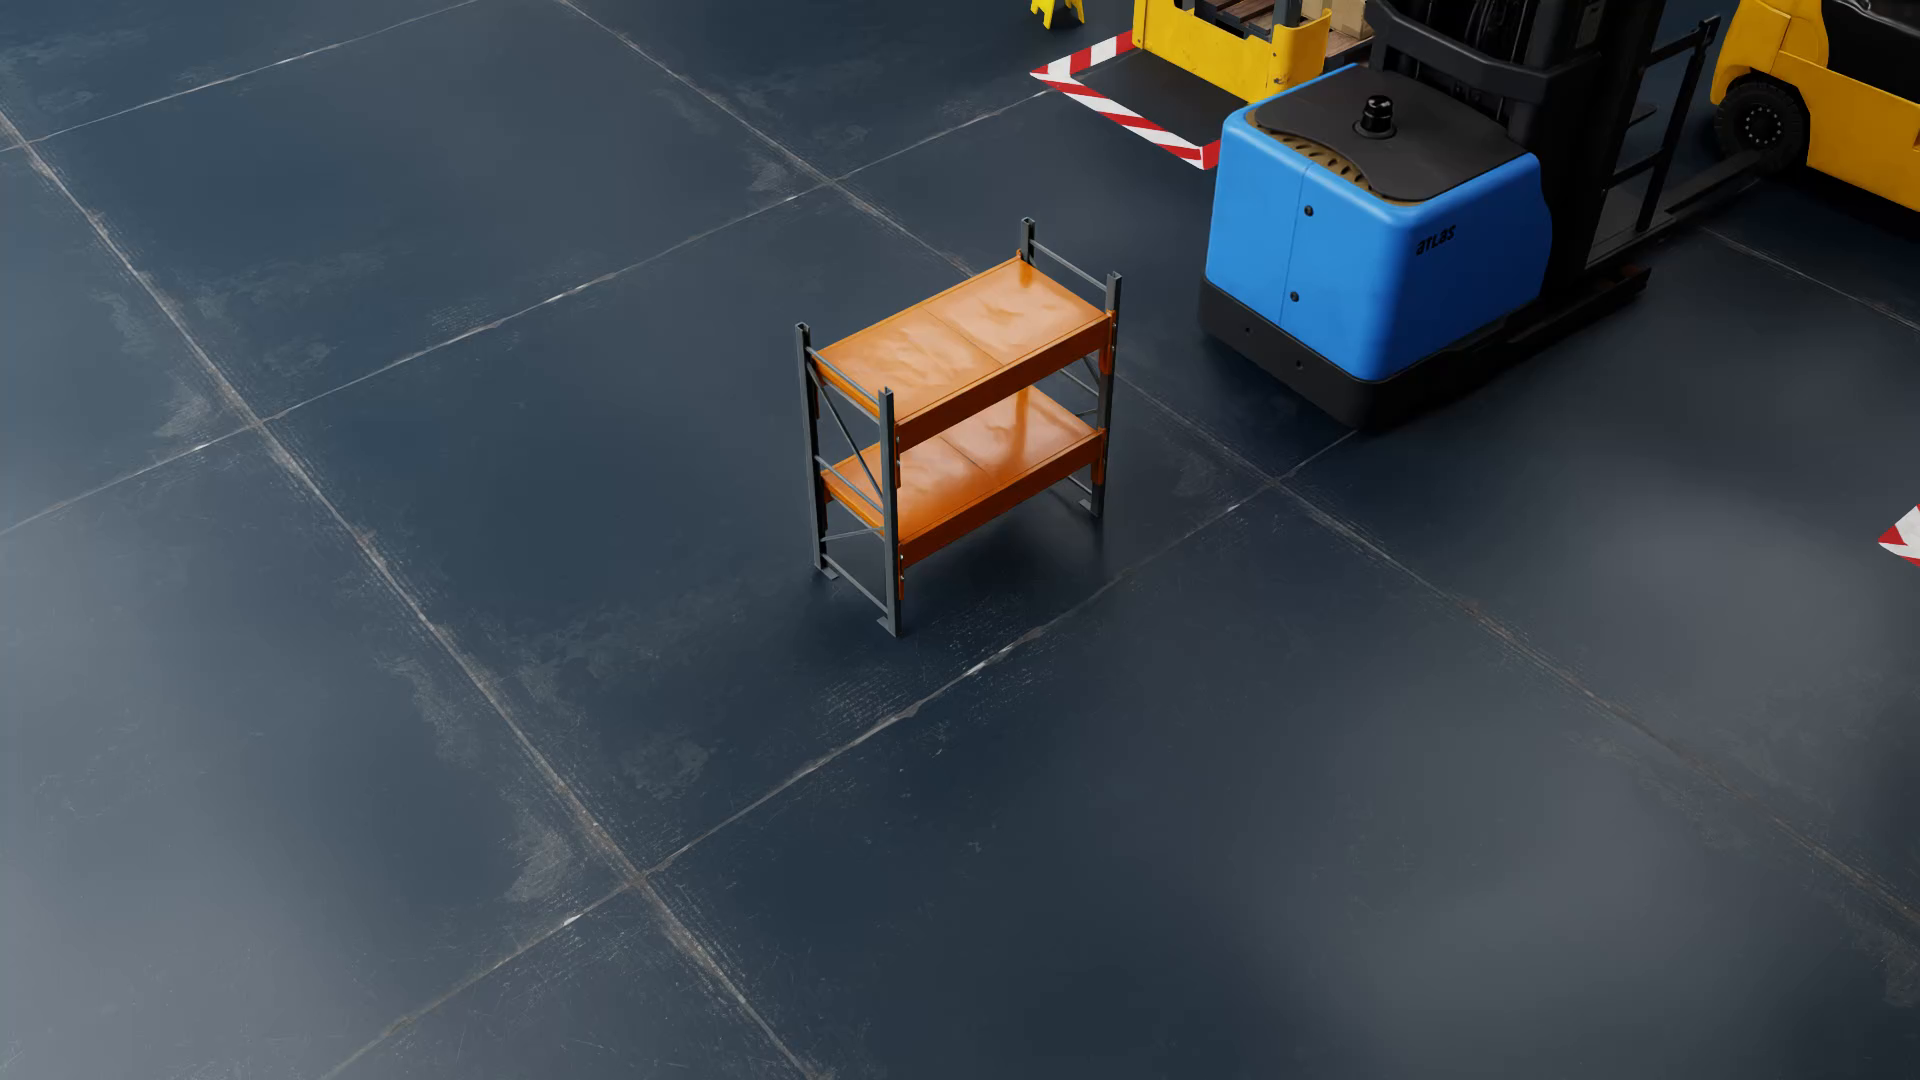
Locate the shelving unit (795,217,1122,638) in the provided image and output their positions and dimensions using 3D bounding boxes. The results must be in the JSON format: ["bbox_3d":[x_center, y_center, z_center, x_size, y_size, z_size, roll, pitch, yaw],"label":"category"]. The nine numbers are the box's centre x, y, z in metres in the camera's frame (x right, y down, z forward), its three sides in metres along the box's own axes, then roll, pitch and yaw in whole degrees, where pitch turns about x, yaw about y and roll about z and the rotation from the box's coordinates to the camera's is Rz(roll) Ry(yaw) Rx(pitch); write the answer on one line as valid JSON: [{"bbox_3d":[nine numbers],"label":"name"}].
[{"bbox_3d":[0.005,-0.413,6.093,1.048,1.125,0.538,-30,51,-28],"label":"shelving unit"}]

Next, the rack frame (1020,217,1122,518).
[{"bbox_3d":[0.395,-0.636,6.331,0.032,1.125,0.500,-30,51,-28],"label":"rack frame"}]

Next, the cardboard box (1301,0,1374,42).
[{"bbox_3d":[2.200,-3.041,9.223,0.500,0.250,0.500,-30,51,-28],"label":"cardboard box"}]

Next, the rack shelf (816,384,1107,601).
[{"bbox_3d":[0.005,-0.235,6.260,1.000,0.278,0.538,-30,51,-28],"label":"rack shelf"}]

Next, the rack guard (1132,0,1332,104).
[{"bbox_3d":[1.462,-2.803,9.094,0.348,0.500,1.175,-30,51,-28],"label":"rack guard"}]

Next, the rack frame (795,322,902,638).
[{"bbox_3d":[-0.385,-0.190,5.855,0.032,1.125,0.500,-30,51,-28],"label":"rack frame"}]

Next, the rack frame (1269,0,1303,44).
[{"bbox_3d":[1.404,-3.681,8.203,0.127,3.000,1.000,-30,51,-28],"label":"rack frame"}]

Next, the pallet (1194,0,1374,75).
[{"bbox_3d":[2.108,-3.036,9.553,1.213,0.211,1.003,-30,51,-28],"label":"pallet"}]

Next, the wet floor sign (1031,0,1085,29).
[{"bbox_3d":[0.572,-3.301,9.518,0.232,0.644,0.267,-14,45,-14],"label":"wet floor sign"}]

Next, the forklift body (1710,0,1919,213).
[{"bbox_3d":[4.875,-2.557,7.627,1.214,2.155,2.313,-30,51,-28],"label":"forklift body"}]

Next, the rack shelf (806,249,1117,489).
[{"bbox_3d":[0.005,-0.626,5.892,1.000,0.278,0.538,-30,51,-28],"label":"rack shelf"}]

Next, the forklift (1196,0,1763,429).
[{"bbox_3d":[2.536,-2.354,6.840,3.031,2.935,1.130,-27,50,-26],"label":"forklift"}]
